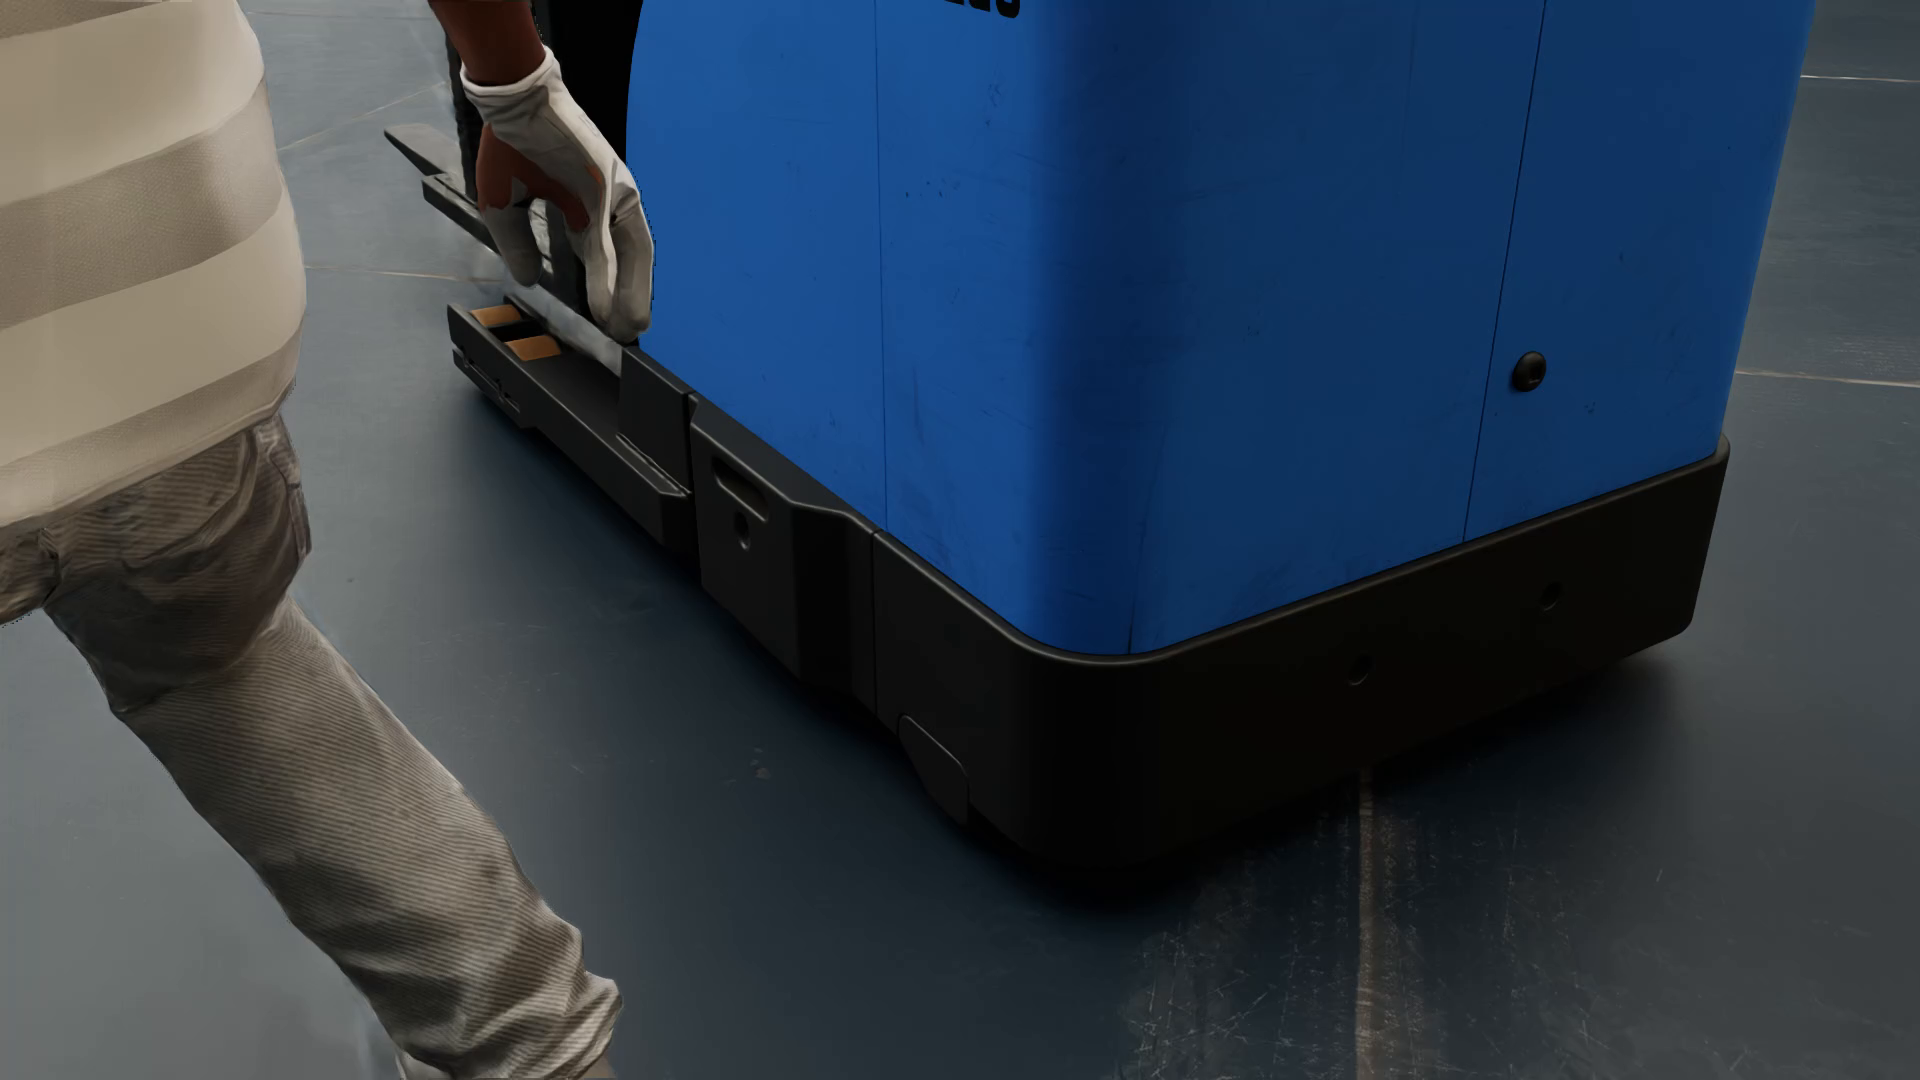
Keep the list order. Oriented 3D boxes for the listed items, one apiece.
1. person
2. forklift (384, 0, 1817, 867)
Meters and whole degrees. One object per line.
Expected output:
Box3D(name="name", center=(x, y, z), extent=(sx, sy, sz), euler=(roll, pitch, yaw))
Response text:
Box3D(name="person", center=(-0.578, -0.129, 0.899), extent=(0.481, 1.686, 0.953), euler=(16, 31, 28))
Box3D(name="forklift", center=(-0.265, -1.596, 2.409), extent=(1.130, 2.935, 3.031), euler=(-16, 31, -29))
